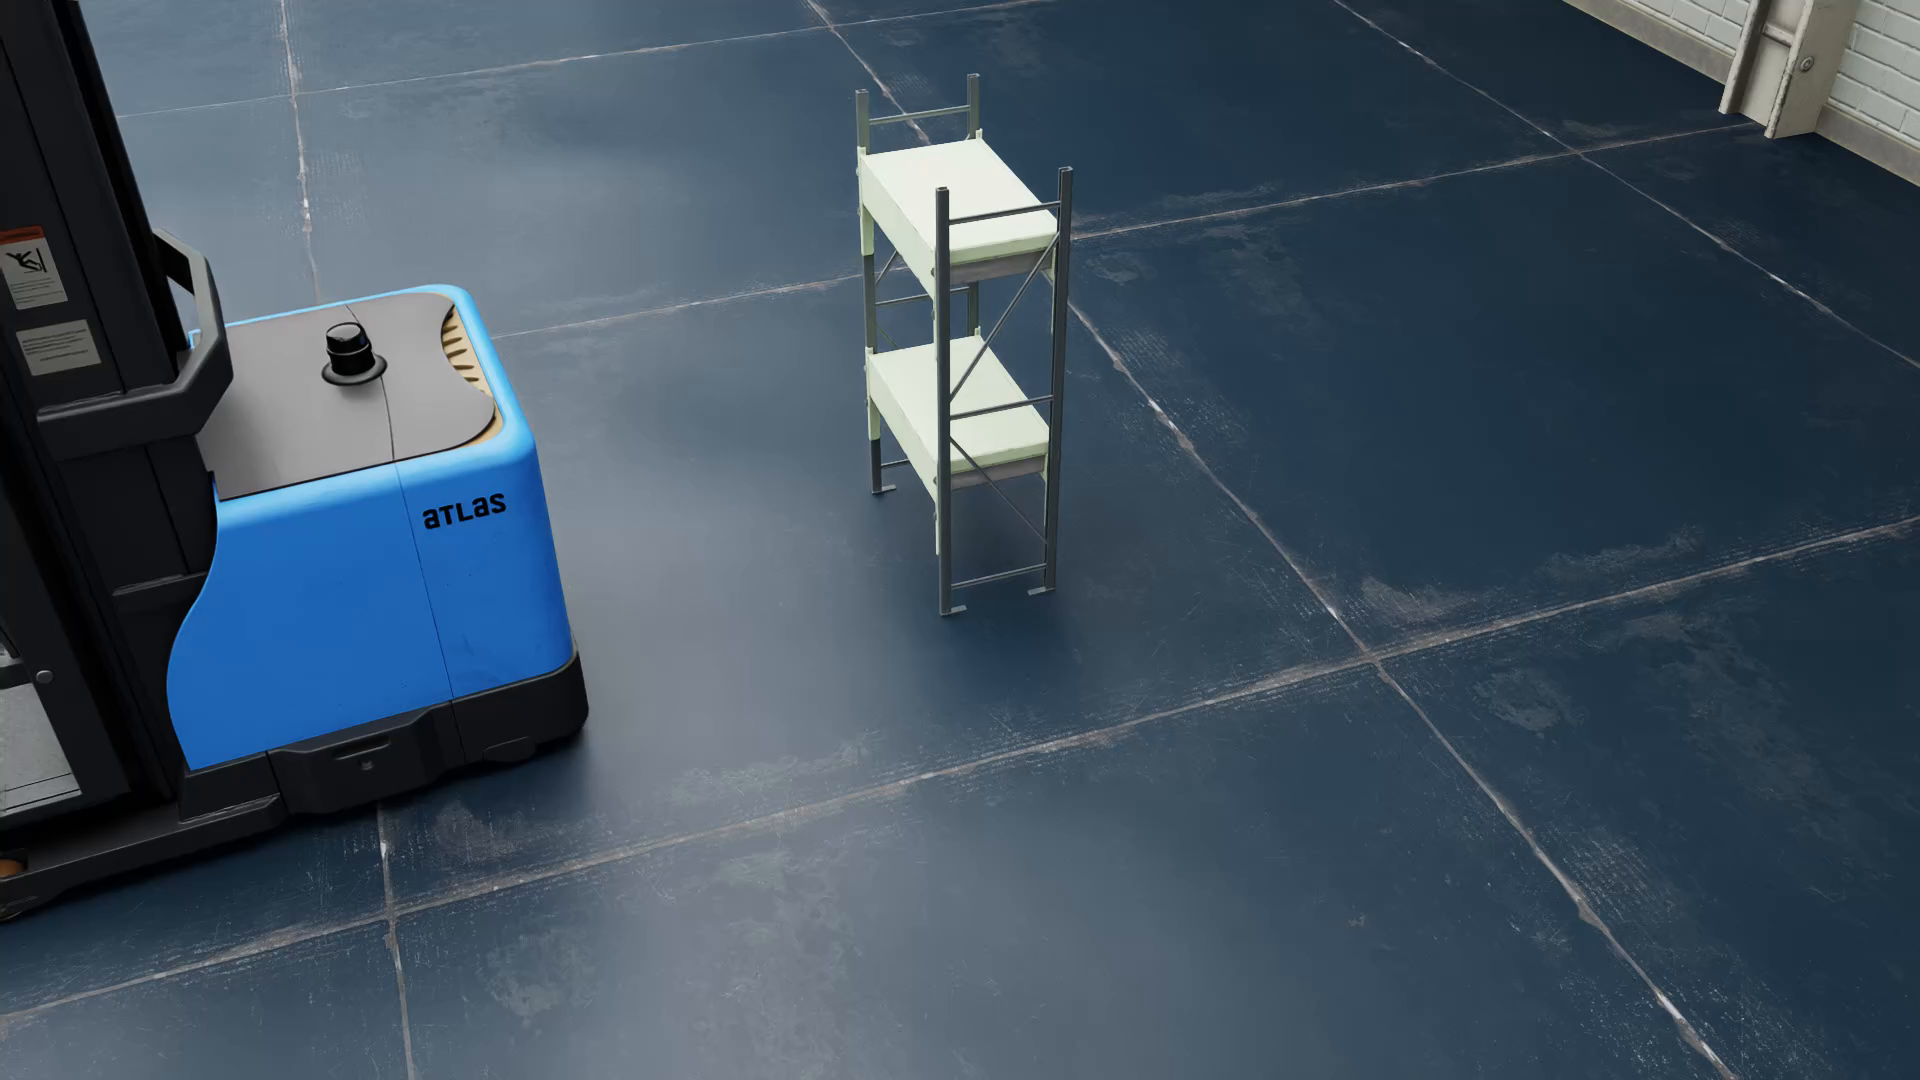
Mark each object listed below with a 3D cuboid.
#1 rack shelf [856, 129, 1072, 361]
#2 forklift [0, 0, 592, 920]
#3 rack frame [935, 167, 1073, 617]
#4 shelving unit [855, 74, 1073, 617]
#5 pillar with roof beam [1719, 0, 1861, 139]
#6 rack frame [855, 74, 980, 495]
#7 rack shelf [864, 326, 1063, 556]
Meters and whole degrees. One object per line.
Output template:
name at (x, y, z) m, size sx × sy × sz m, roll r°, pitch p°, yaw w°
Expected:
rack shelf at (-0.002, -0.915, 5.069) m, size 0.431 × 0.370 × 0.720 m, roll -12°, pitch 39°, yaw -16°
forklift at (-2.659, -0.479, 3.950) m, size 3.031 × 2.935 × 1.130 m, roll -15°, pitch 40°, yaw -19°
rack frame at (0.124, -0.396, 5.029) m, size 0.400 × 1.500 × 0.023 m, roll -12°, pitch 39°, yaw -16°
shelving unit at (-0.002, -0.603, 5.304) m, size 0.431 × 1.500 × 0.755 m, roll -12°, pitch 39°, yaw -16°
pillar with roof beam at (0.159, -4.886, 4.758) m, size 9.100 × 9.000 × 0.400 m, roll -12°, pitch 39°, yaw -16°
rack frame at (-0.128, -0.810, 5.578) m, size 0.400 × 1.500 × 0.023 m, roll -12°, pitch 39°, yaw -16°
rack shelf at (-0.002, -0.342, 5.500) m, size 0.431 × 0.370 × 0.720 m, roll -12°, pitch 39°, yaw -16°
